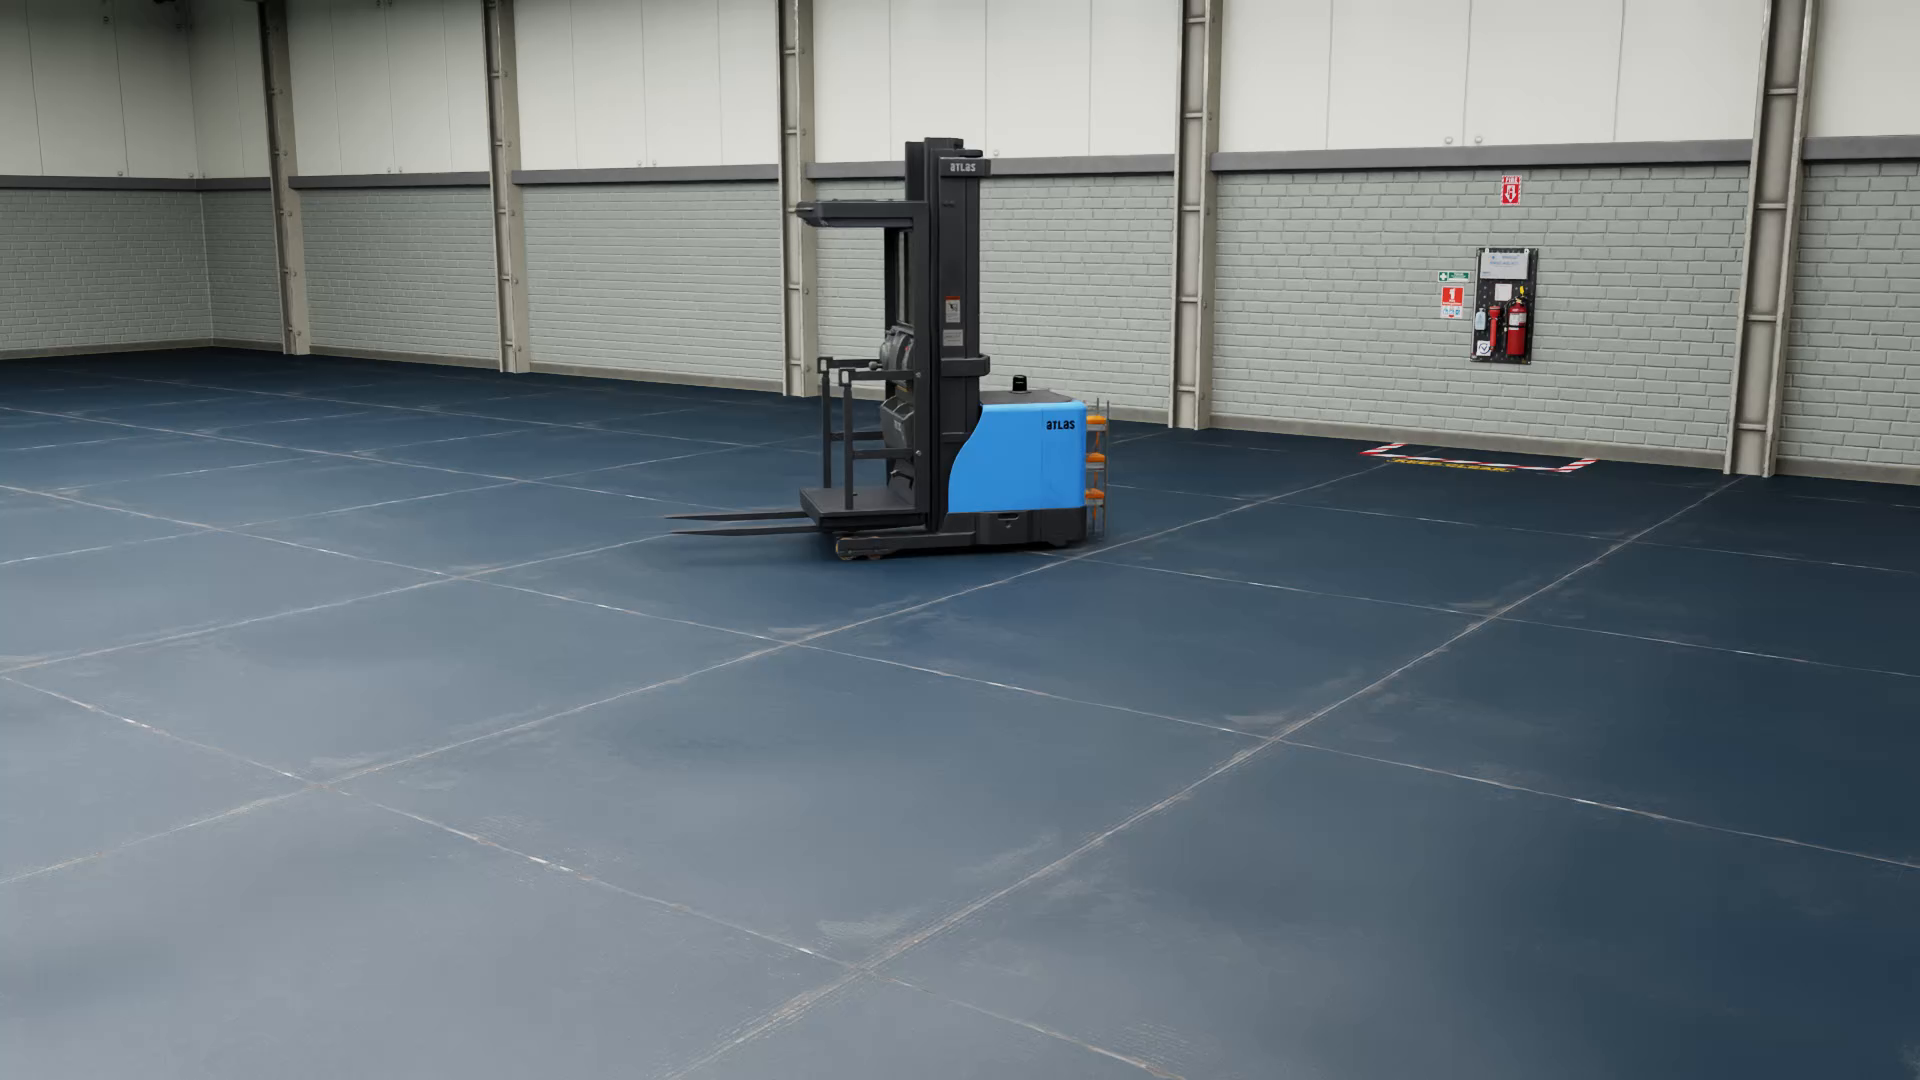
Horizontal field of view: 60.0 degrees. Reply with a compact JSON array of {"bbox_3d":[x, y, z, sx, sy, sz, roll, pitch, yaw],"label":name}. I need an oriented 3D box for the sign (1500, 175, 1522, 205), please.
[{"bbox_3d":[5.579,-3.542,16.837,0.199,0.298,0.001,8,13,36],"label":"sign"}]

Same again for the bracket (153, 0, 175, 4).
[{"bbox_3d":[-14.303,-9.773,29.880,0.430,0.232,0.235,8,13,36],"label":"bracket"}]

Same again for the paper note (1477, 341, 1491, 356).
[{"bbox_3d":[5.425,-1.985,17.214,0.142,0.148,0.016,8,13,36],"label":"paper note"}]

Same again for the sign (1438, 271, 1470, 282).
[{"bbox_3d":[5.140,-2.741,17.313,0.331,0.109,0.001,8,13,36],"label":"sign"}]

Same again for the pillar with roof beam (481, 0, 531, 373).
[{"bbox_3d":[-9.561,-6.414,21.991,0.400,9.000,9.100,8,13,36],"label":"pillar with roof beam"}]

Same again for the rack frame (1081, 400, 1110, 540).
[{"bbox_3d":[1.005,-0.519,12.437,0.200,1.050,0.008,-2,11,-13],"label":"rack frame"}]

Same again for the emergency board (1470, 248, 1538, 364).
[{"bbox_3d":[5.526,-2.387,16.973,0.643,1.169,0.194,8,13,36],"label":"emergency board"}]

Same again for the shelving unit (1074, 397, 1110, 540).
[{"bbox_3d":[0.977,-0.541,12.553,0.215,1.050,0.252,-2,11,-13],"label":"shelving unit"}]

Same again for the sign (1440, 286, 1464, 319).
[{"bbox_3d":[5.142,-2.483,17.373,0.234,0.329,0.001,8,13,36],"label":"sign"}]

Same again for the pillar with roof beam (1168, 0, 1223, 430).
[{"bbox_3d":[0.111,-5.065,15.017,0.400,9.000,9.100,8,13,36],"label":"pillar with roof beam"}]

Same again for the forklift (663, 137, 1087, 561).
[{"bbox_3d":[-0.641,-1.403,12.067,3.031,2.935,1.130,-3,11,-13],"label":"forklift"}]

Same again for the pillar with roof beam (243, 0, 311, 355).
[{"bbox_3d":[-14.397,-7.088,25.478,0.548,9.000,9.100,8,13,36],"label":"pillar with roof beam"}]

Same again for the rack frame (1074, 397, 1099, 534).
[{"bbox_3d":[0.948,-0.564,12.670,0.200,1.050,0.008,-2,11,-13],"label":"rack frame"}]

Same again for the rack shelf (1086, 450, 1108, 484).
[{"bbox_3d":[0.976,-0.531,12.555,0.215,0.259,0.240,-2,11,-13],"label":"rack shelf"}]

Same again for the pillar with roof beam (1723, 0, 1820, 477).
[{"bbox_3d":[4.947,-4.390,11.530,0.400,9.000,9.100,8,13,36],"label":"pillar with roof beam"}]

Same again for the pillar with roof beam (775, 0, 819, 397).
[{"bbox_3d":[-4.725,-5.739,18.504,0.400,9.000,9.100,8,13,36],"label":"pillar with roof beam"}]

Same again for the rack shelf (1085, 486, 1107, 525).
[{"bbox_3d":[0.972,-0.258,12.607,0.215,0.259,0.240,-2,11,-13],"label":"rack shelf"}]

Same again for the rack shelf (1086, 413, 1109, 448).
[{"bbox_3d":[0.981,-0.810,12.502,0.215,0.259,0.240,-2,11,-13],"label":"rack shelf"}]
